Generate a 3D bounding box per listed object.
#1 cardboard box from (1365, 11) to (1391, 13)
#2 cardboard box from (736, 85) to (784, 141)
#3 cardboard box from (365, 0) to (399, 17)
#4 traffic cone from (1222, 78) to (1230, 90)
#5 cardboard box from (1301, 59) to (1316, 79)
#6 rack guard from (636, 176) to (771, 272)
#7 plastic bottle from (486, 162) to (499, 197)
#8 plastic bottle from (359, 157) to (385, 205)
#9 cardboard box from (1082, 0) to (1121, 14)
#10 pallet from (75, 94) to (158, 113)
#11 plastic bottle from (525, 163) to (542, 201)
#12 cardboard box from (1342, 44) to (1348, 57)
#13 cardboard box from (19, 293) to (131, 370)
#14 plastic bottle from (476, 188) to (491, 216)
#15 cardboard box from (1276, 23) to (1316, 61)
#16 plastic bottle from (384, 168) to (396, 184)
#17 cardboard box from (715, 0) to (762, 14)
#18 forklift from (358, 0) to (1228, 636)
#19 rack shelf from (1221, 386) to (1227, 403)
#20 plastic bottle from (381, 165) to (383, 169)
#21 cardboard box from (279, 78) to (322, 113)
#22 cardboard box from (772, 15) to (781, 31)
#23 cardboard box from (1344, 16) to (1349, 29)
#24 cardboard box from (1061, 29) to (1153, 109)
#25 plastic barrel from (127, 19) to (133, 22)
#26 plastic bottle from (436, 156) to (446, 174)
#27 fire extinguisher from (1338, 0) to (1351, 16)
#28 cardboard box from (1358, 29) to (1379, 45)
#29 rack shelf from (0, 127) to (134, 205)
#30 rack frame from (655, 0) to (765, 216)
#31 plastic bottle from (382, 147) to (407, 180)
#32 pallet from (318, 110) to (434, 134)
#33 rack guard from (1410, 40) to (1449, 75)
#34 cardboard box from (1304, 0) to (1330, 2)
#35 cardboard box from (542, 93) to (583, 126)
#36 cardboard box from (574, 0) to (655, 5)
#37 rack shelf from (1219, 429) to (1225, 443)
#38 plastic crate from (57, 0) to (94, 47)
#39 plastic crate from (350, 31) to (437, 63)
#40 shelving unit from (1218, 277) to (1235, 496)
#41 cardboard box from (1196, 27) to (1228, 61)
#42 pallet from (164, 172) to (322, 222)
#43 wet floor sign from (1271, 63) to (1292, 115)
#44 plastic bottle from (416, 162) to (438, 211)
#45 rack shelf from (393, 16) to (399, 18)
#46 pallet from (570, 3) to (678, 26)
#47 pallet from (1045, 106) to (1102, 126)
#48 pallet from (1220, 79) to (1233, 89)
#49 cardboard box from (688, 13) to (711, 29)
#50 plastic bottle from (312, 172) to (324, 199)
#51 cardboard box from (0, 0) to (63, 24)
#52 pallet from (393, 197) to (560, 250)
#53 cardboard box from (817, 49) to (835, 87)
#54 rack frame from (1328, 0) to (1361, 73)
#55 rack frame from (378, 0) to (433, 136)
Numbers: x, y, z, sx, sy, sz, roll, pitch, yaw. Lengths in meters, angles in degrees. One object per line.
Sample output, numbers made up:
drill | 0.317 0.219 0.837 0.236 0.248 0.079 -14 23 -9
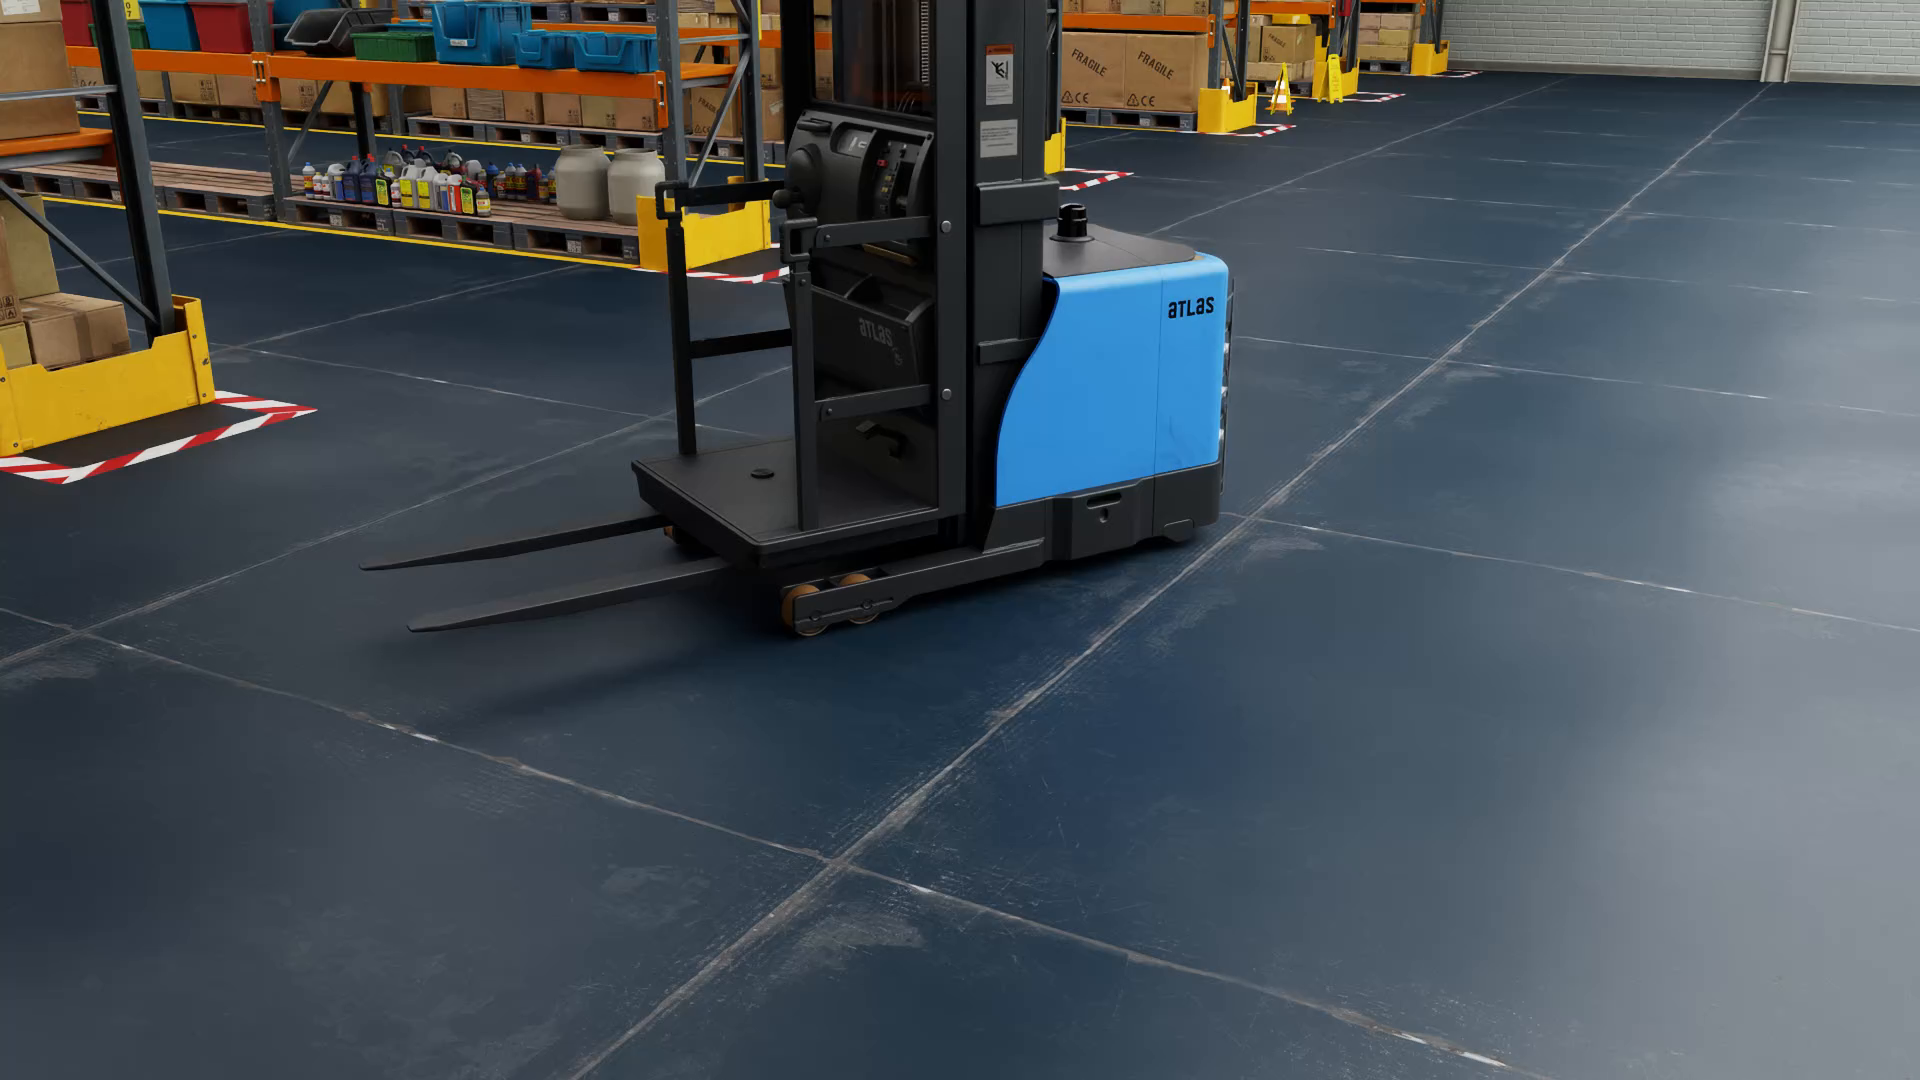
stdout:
cardboard box | 7.174 -8.944 28.574 0.500 0.250 0.500 11 23 27
cardboard box | -1.970 -4.439 17.253 0.500 0.500 0.500 -17 26 -39
cardboard box | -6.847 -6.308 19.210 0.500 0.500 0.500 12 23 29
traffic cone | 3.425 -5.701 21.402 0.334 0.463 0.336 11 23 27
cardboard box | 4.953 -6.994 24.664 0.500 0.250 0.500 11 22 27
rack guard | -1.816 -2.272 11.894 0.348 0.500 1.175 11 23 27
plastic bottle | -3.721 -2.874 13.245 0.097 0.271 0.097 0 20 0
plastic bottle | -4.551 -2.786 12.885 0.185 0.351 0.144 10 22 25
cardboard box | 1.932 -6.717 20.262 0.550 0.550 0.875 11 23 27
pallet | -11.482 -5.960 22.485 1.213 0.211 1.003 11 23 27
plastic bottle | -3.346 -2.815 13.066 0.133 0.283 0.061 11 23 28
cardboard box | 6.513 -8.411 28.571 0.500 0.250 0.500 11 23 28
cardboard box | -4.505 -1.034 8.234 0.500 0.250 0.500 11 23 27
plastic bottle | -3.544 -2.514 12.356 0.097 0.201 0.097 0 20 0
cardboard box | 4.932 -7.350 24.546 0.500 0.500 0.500 10 22 26
plastic bottle | -4.405 -2.735 12.862 0.097 0.271 0.097 0 20 0
cardboard box | -2.021 -5.588 16.788 0.500 0.500 0.875 11 23 27
forklift | -0.529 -1.266 5.557 3.031 2.935 1.130 -12 23 -30
rack shelf | 0.955 -0.561 6.691 0.200 0.077 0.258 7 21 17
plastic bottle | -4.750 -3.037 13.797 0.097 0.201 0.097 0 20 0
cardboard box | -7.662 -5.723 20.243 0.875 0.875 1.225 11 23 27
cardboard box | -1.659 -5.144 16.515 0.250 0.149 0.380 11 23 27
cardboard box | 6.491 -8.874 28.379 0.500 0.250 0.500 11 23 28
cardboard box | 1.803 -5.820 20.510 0.875 0.875 0.875 10 22 26
plastic barrel | -7.341 -4.653 14.631 0.421 0.512 0.421 0 20 0
plastic bottle | -4.186 -2.975 13.507 0.133 0.283 0.061 13 23 31
fire extinguisher | 5.397 -7.680 23.252 0.183 0.674 0.296 11 23 27
cardboard box | 6.930 -8.565 28.262 0.500 0.250 0.500 11 22 27
rack shelf | -5.891 -1.968 8.448 4.000 0.370 1.077 11 23 27
rack frame | -1.726 -3.448 11.472 0.127 3.000 1.000 11 23 27
plastic bottle | -4.586 -3.011 13.505 0.185 0.351 0.144 11 23 27
pallet | -6.947 -5.096 20.103 1.213 0.211 1.003 11 23 27
rack guard | 7.960 -8.172 28.160 0.348 0.500 1.175 11 23 27
cardboard box | 5.091 -7.753 23.708 0.250 0.149 0.380 12 23 29
cardboard box | -4.224 -4.906 18.511 0.500 0.500 0.700 9 22 23
cardboard box | -3.428 -6.241 17.676 1.000 1.000 1.000 11 23 28
rack shelf | 0.955 -0.392 6.752 0.200 0.077 0.258 7 21 17
plastic crate | -7.449 -4.449 14.137 0.583 0.464 0.402 11 23 27
plastic crate | -4.171 -3.704 12.488 0.662 0.188 0.450 11 23 27
shelving unit | 0.955 -0.593 6.679 0.210 0.900 0.258 7 21 17
cardboard box | 3.801 -7.358 24.566 0.500 0.500 0.500 10 22 26
pallet | -5.923 -2.921 14.109 1.213 0.211 1.003 11 23 27
wet floor sign | 4.187 -5.860 21.574 0.232 0.644 0.267 7 21 18
plastic bottle | -4.018 -2.684 12.605 0.185 0.351 0.144 12 23 30
rack shelf | -8.041 -6.247 20.244 4.000 0.370 1.077 11 23 27
pallet | -3.399 -5.668 17.873 1.213 0.211 1.003 11 23 27
pallet | 1.399 -5.384 20.899 1.213 0.211 1.003 11 23 27
pallet | 3.703 -6.923 25.142 1.213 0.211 1.003 11 23 27
cardboard box | -2.550 -5.299 16.943 0.250 0.149 0.380 11 23 27
plastic bottle | -5.065 -2.804 13.155 0.097 0.201 0.097 0 20 0
cardboard box | -4.383 -2.455 7.637 0.250 0.149 0.380 11 22 27
pallet | -3.583 -2.476 12.881 1.213 0.211 1.003 11 23 27
cardboard box | -1.722 -6.425 22.363 0.750 0.750 1.050 11 23 27
rack frame | 5.522 -7.873 23.670 0.127 3.000 1.000 11 23 27
rack frame | -6.295 -6.253 19.204 0.127 3.000 1.000 11 23 27
